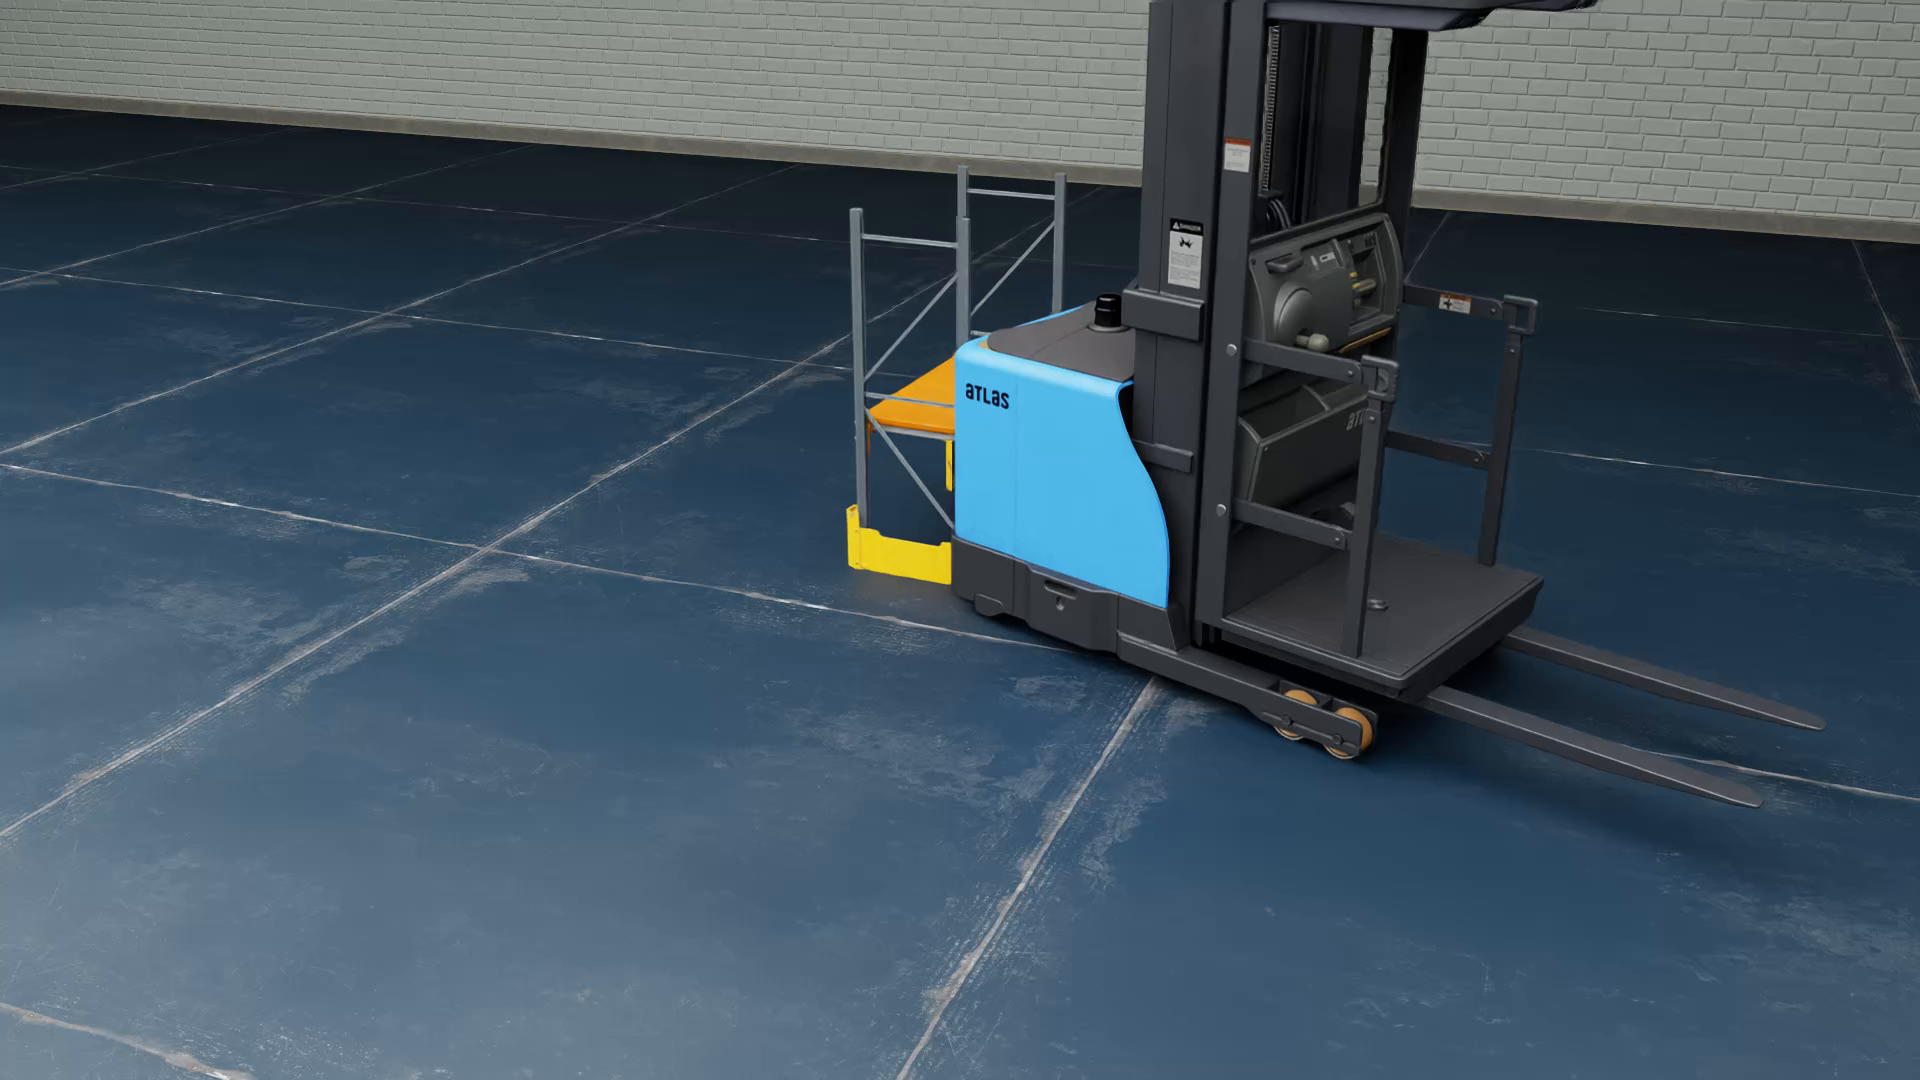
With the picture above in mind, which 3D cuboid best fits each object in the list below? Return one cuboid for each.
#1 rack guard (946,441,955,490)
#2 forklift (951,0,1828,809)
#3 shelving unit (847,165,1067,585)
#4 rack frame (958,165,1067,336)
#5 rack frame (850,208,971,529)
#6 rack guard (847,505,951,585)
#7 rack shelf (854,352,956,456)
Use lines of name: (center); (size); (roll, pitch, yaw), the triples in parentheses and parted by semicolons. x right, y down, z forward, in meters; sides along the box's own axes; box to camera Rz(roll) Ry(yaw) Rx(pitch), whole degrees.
rack guard: (0.215, -0.325, 7.704); (0.587, 0.250, 0.087); (10, 25, 22)
forklift: (1.402, -0.855, 5.494); (3.031, 2.935, 1.130); (19, 29, 38)
shelving unit: (0.012, -0.727, 7.044); (0.587, 1.500, 1.083); (10, 25, 22)
rack frame: (0.223, -0.909, 7.480); (0.500, 1.500, 0.032); (10, 25, 22)
rack frame: (-0.191, -0.551, 6.623); (0.500, 1.500, 0.032); (10, 25, 22)
rack guard: (-0.191, 0.025, 6.865); (0.587, 0.250, 0.087); (10, 25, 22)
rack shelf: (0.016, -0.564, 7.121); (0.538, 0.185, 1.000); (10, 25, 22)
